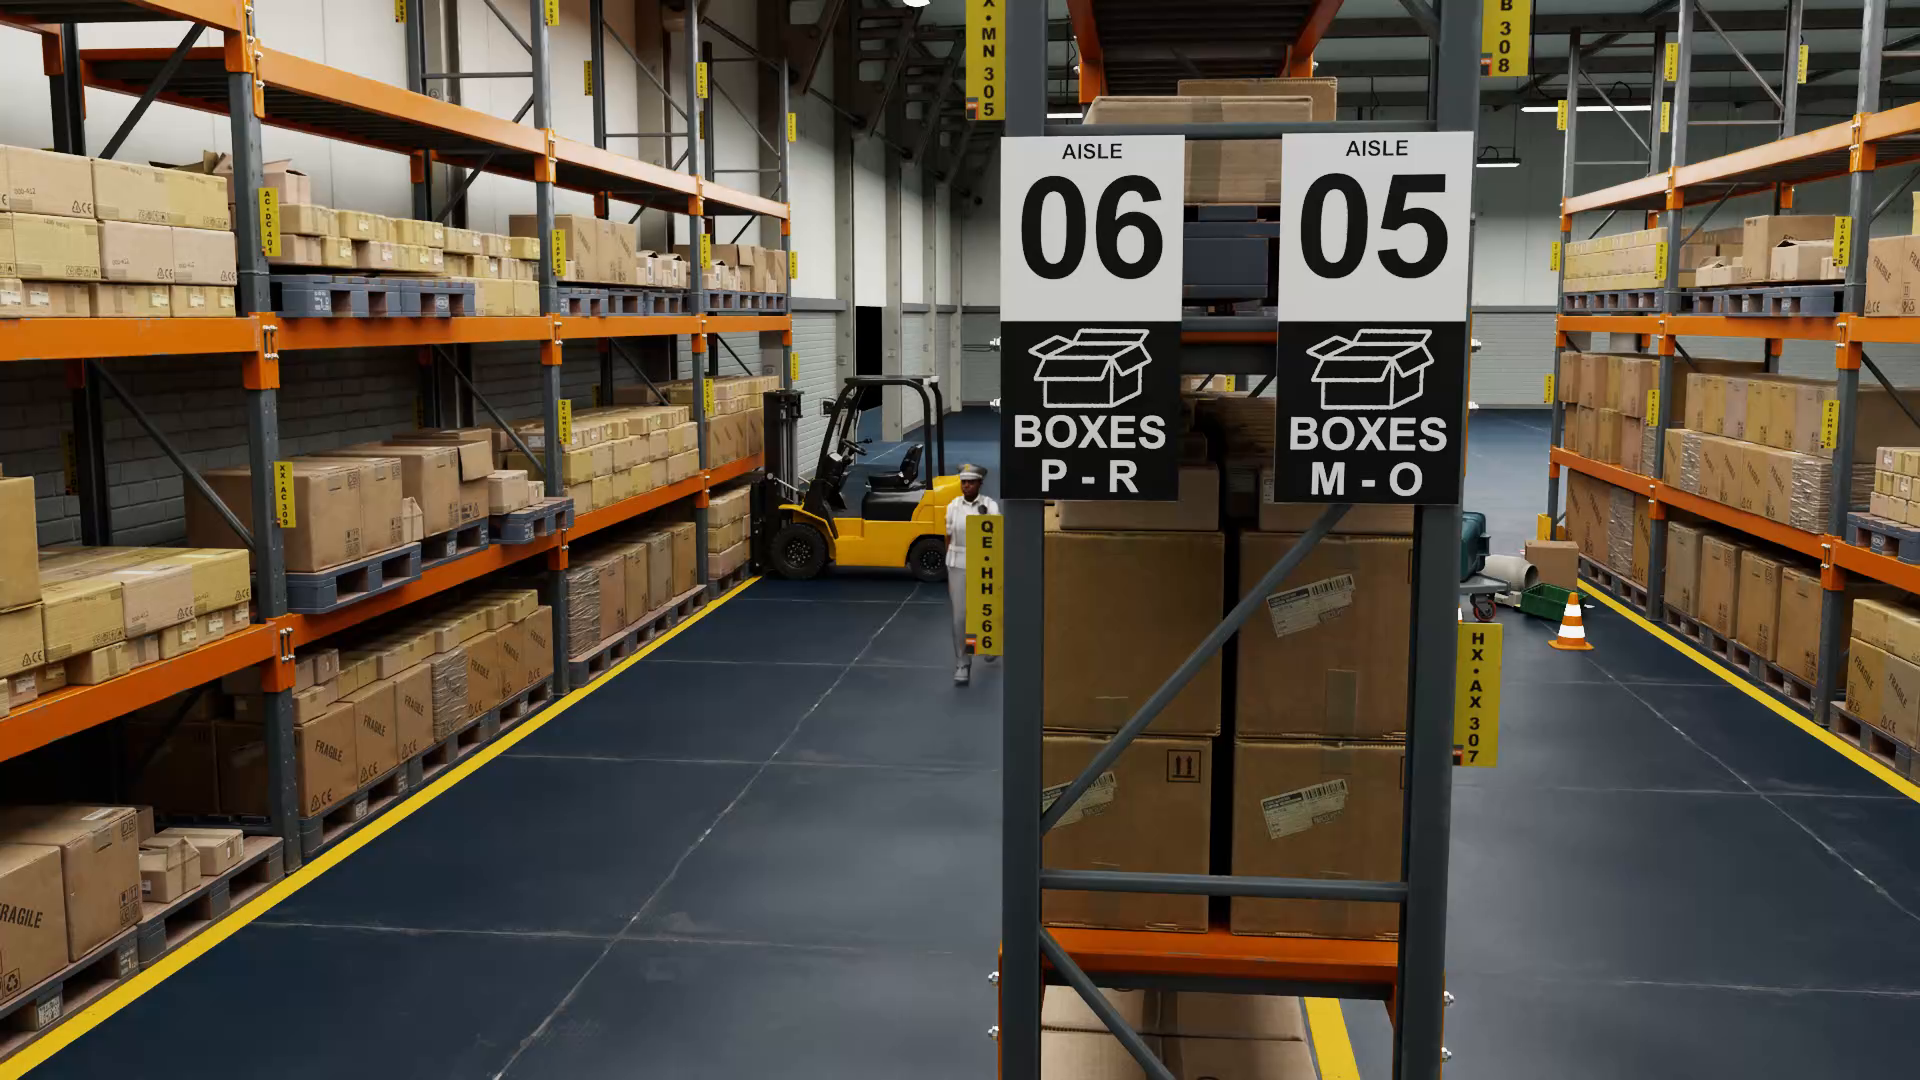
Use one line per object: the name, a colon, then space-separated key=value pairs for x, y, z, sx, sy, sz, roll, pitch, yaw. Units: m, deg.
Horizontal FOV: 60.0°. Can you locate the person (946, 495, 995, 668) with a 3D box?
person: x=0.099 y=0.318 z=12.941 sx=0.406 sy=1.339 sz=0.545 roll=1 pitch=8 yaw=6
